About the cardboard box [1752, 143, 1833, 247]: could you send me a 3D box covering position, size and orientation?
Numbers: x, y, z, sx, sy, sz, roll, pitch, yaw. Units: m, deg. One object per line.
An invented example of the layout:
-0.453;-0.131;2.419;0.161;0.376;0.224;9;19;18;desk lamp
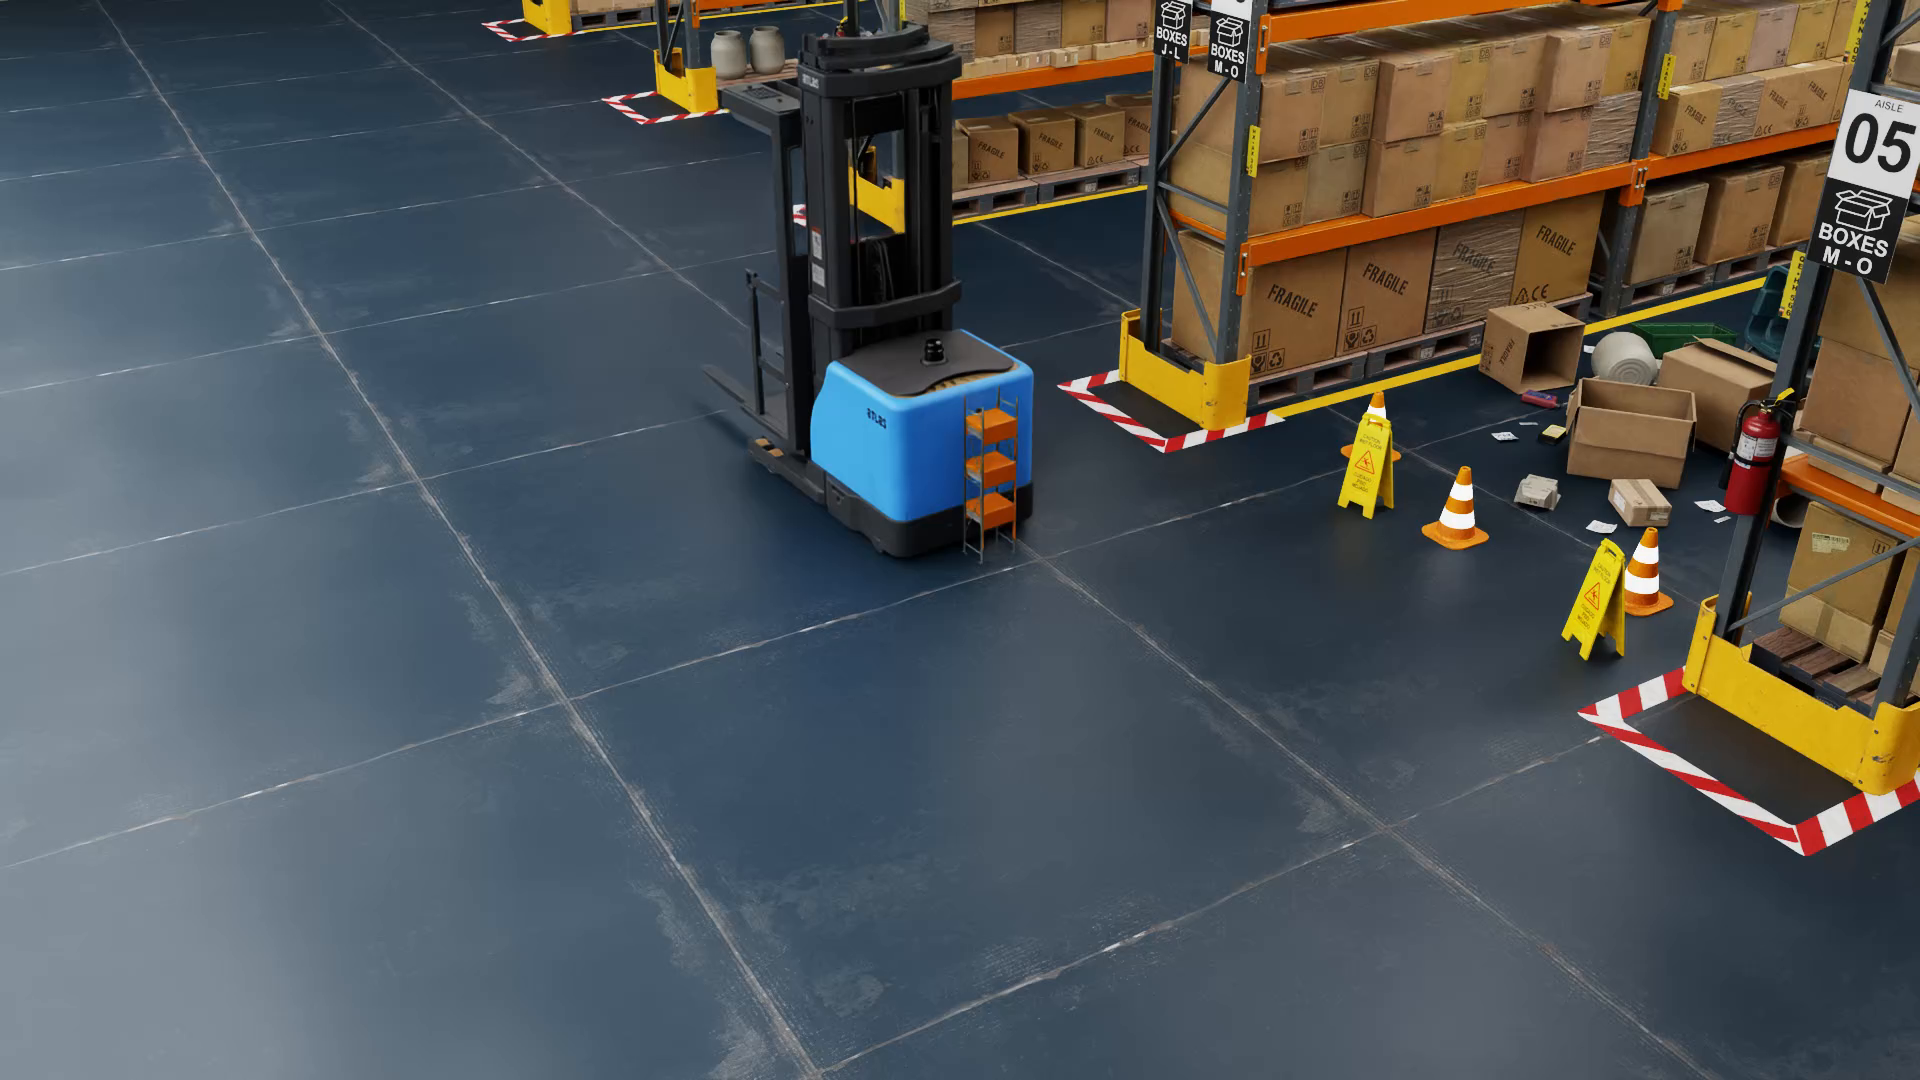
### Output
7.215;-3.191;14.920;0.750;0.750;1.050;-15;32;-26;cardboard box

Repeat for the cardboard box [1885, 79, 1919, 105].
4.540;-1.939;7.501;0.500;0.250;0.500;-16;33;-27;cardboard box

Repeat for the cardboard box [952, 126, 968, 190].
-0.238;-3.688;16.078;0.500;0.500;0.500;-10;30;-17;cardboard box

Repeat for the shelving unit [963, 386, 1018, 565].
0.179;-0.379;9.949;0.252;1.050;0.215;-19;34;-30;shelving unit

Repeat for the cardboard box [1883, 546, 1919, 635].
5.091;0.279;8.372;0.500;0.500;0.500;-17;33;-28;cardboard box

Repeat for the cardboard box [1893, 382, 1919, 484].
4.785;-0.498;7.735;0.500;0.500;0.500;-16;33;-27;cardboard box

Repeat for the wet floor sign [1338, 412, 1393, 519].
2.619;-0.499;10.584;0.232;0.644;0.267;-22;36;-35;wet floor sign

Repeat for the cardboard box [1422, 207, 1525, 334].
3.737;-2.247;13.080;0.875;0.875;0.875;-16;33;-26;cardboard box

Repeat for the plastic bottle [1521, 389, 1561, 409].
4.258;-1.020;12.134;0.283;0.061;0.133;22;36;34;plastic bottle

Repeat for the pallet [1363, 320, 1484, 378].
3.341;-1.665;13.147;1.213;0.211;1.003;-16;33;-26;pallet

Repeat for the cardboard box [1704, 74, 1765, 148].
6.114;-3.525;13.527;0.500;0.500;0.500;-16;32;-26;cardboard box

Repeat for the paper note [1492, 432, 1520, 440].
3.817;-0.727;11.636;0.142;0.017;0.144;-5;29;-9;paper note

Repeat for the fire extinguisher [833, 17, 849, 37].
-1.117;-4.582;15.627;0.183;0.674;0.296;-16;33;-26;fire extinguisher

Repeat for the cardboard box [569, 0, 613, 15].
-5.225;-7.599;23.424;0.500;0.250;0.500;-16;33;-26;cardboard box

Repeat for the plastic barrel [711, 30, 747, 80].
-2.765;-5.803;19.899;0.421;0.512;0.421;0;29;0;plastic barrel

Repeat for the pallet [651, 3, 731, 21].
-4.112;-7.860;24.373;1.213;0.211;1.003;-16;33;-26;pallet

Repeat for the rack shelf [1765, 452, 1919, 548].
5.960;-0.499;8.892;4.000;0.370;1.077;-16;33;-26;rack shelf

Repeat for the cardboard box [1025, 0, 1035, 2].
0.692;-5.328;15.451;0.500;0.500;0.500;-16;33;-26;cardboard box

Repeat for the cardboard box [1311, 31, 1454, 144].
2.959;-3.228;11.820;0.550;0.550;0.875;-16;33;-26;cardboard box

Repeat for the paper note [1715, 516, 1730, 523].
4.850;-0.131;10.575;0.123;0.001;0.032;-16;33;-26;paper note

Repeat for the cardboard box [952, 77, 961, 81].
-0.193;-4.366;15.415;0.250;0.149;0.380;-16;33;-26;cardboard box

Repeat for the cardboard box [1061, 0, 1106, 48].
0.963;-5.144;16.153;0.500;0.500;0.875;-16;33;-26;cardboard box

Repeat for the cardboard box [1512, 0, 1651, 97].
4.754;-3.803;12.862;0.550;0.550;0.875;-16;33;-26;cardboard box

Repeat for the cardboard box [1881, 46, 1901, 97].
7.855;-4.020;14.424;0.500;0.500;0.500;-16;33;-26;cardboard box

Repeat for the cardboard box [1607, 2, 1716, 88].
5.515;-3.946;13.256;0.500;0.500;0.700;-16;33;-27;cardboard box

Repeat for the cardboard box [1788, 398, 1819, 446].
5.895;-0.801;11.524;0.258;0.266;0.396;10;30;17;cardboard box

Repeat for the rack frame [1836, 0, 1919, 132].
4.236;-2.950;6.381;0.127;3.000;1.000;-16;33;-26;rack frame

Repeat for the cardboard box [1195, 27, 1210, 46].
2.407;-5.089;16.725;0.250;0.149;0.380;-16;33;-26;cardboard box

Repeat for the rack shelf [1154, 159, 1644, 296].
3.365;-2.536;12.583;4.000;0.370;1.077;-16;33;-26;rack shelf

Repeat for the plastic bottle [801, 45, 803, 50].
-1.933;-6.115;20.765;0.097;0.201;0.097;0;29;0;plastic bottle

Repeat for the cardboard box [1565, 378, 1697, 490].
4.467;-0.716;11.124;0.797;0.503;0.637;10;30;17;cardboard box

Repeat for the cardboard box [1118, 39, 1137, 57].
1.525;-4.861;16.312;0.250;0.149;0.380;-16;33;-26;cardboard box

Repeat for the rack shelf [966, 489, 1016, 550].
0.179;-0.127;10.088;0.240;0.259;0.215;-19;34;-30;rack shelf

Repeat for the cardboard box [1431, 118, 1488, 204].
3.383;-2.912;12.365;0.500;0.550;0.875;-16;33;-26;cardboard box

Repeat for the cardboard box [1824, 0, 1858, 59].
7.269;-4.444;14.159;0.500;0.500;0.700;-16;33;-27;cardboard box

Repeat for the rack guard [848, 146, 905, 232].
-0.719;-3.376;15.949;0.348;0.500;1.175;-16;33;-26;rack guard

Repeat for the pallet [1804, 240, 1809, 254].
7.820;-2.937;15.452;1.213;0.211;1.003;-16;33;-26;pallet

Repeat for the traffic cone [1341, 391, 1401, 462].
2.818;-0.789;11.299;0.334;0.463;0.336;-16;33;-26;traffic cone

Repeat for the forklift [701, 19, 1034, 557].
-0.779;-1.844;10.656;1.130;2.935;3.031;-18;34;-29;forklift

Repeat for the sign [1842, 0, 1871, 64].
3.972;-2.261;7.320;0.005;0.325;0.100;-16;33;-26;sign

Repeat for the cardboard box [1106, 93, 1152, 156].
1.809;-4.296;17.181;0.500;0.500;0.500;-6;29;-11;cardboard box

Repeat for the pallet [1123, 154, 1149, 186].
2.103;-4.031;17.435;1.213;0.211;1.003;-16;33;-26;pallet

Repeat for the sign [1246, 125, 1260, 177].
1.917;-2.542;10.872;0.005;0.325;0.100;-16;33;-26;sign

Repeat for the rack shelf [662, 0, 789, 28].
-1.570;-6.690;20.111;4.000;0.370;1.077;-16;33;-26;rack shelf

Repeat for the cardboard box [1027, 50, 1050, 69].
0.656;-4.621;15.878;0.250;0.149;0.380;-16;33;-26;cardboard box
